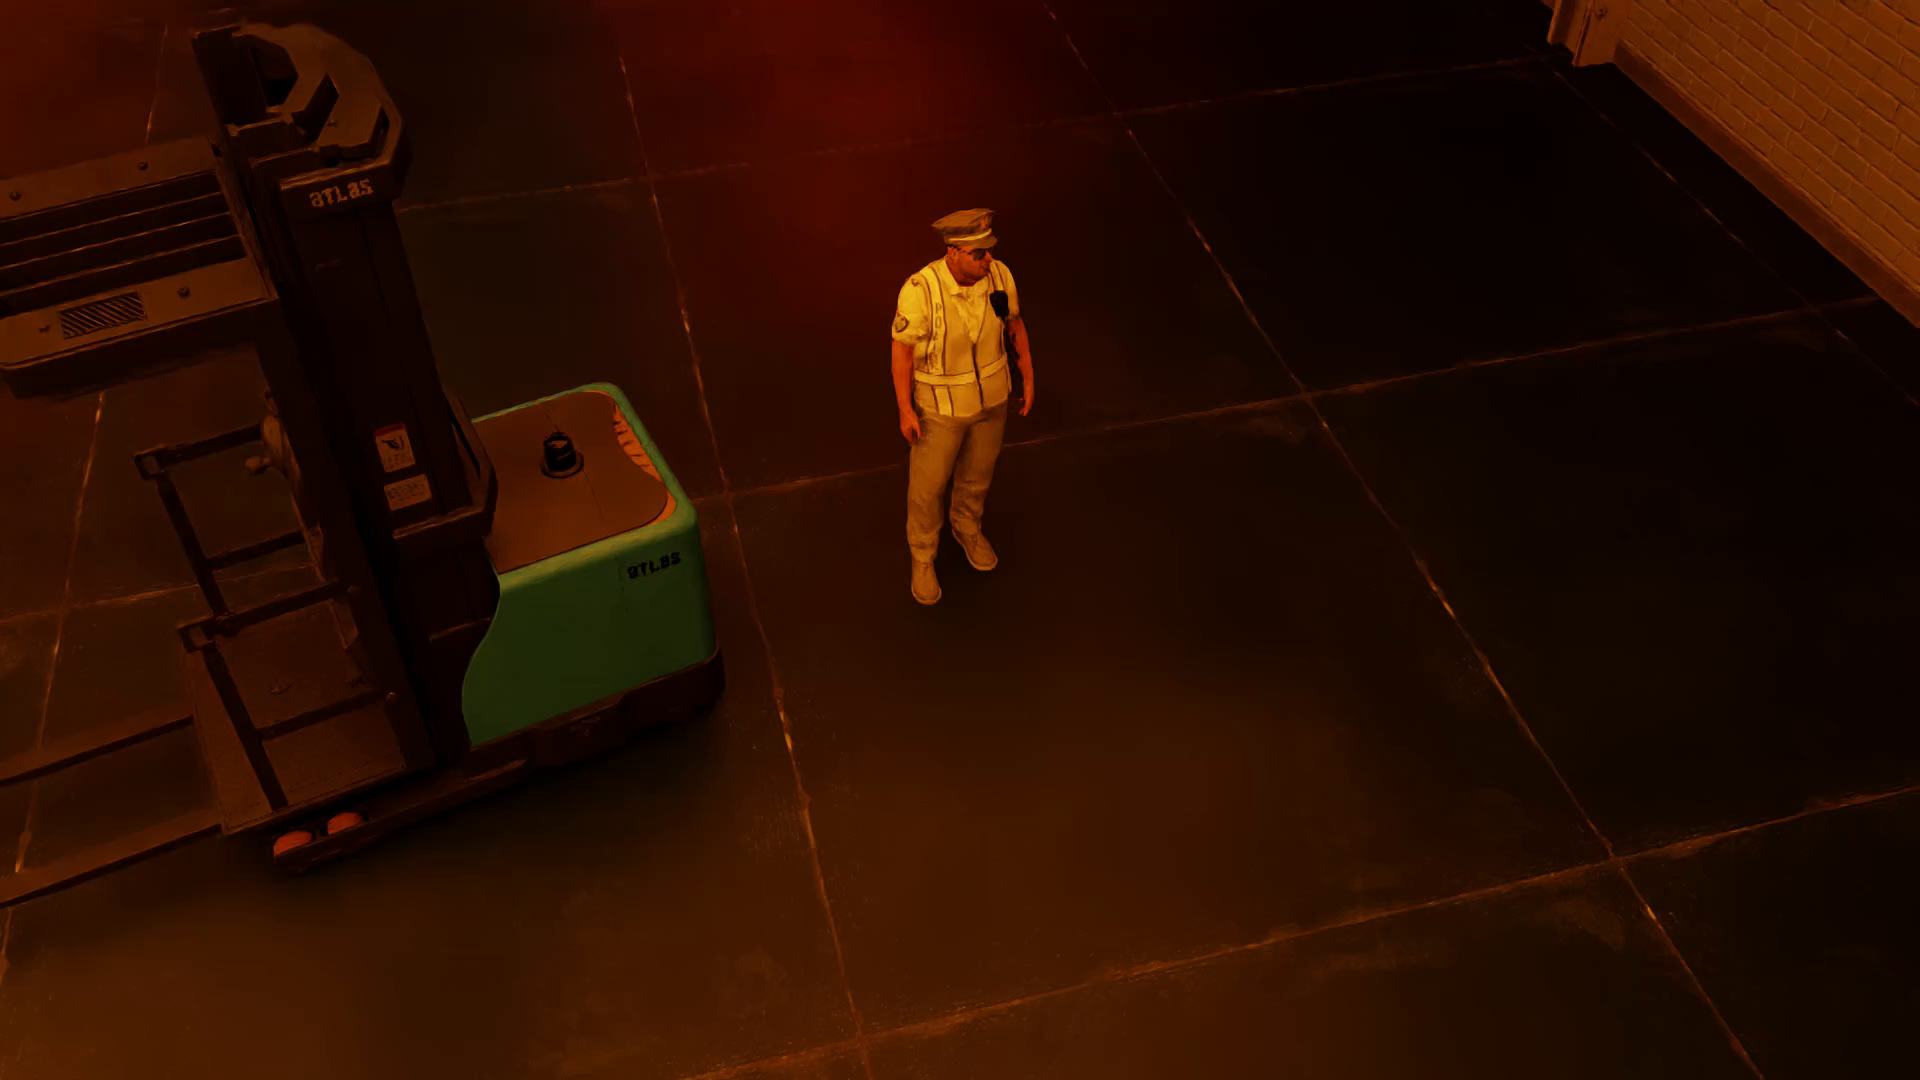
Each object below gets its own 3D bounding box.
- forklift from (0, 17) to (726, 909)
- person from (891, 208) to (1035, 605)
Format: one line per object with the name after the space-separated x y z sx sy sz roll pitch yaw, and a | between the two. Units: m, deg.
-2.538 -0.200 5.857 3.031 2.935 1.130 -20 47 -20 | forklift
0.019 -0.597 7.119 0.696 1.778 0.491 -21 47 -21 | person
